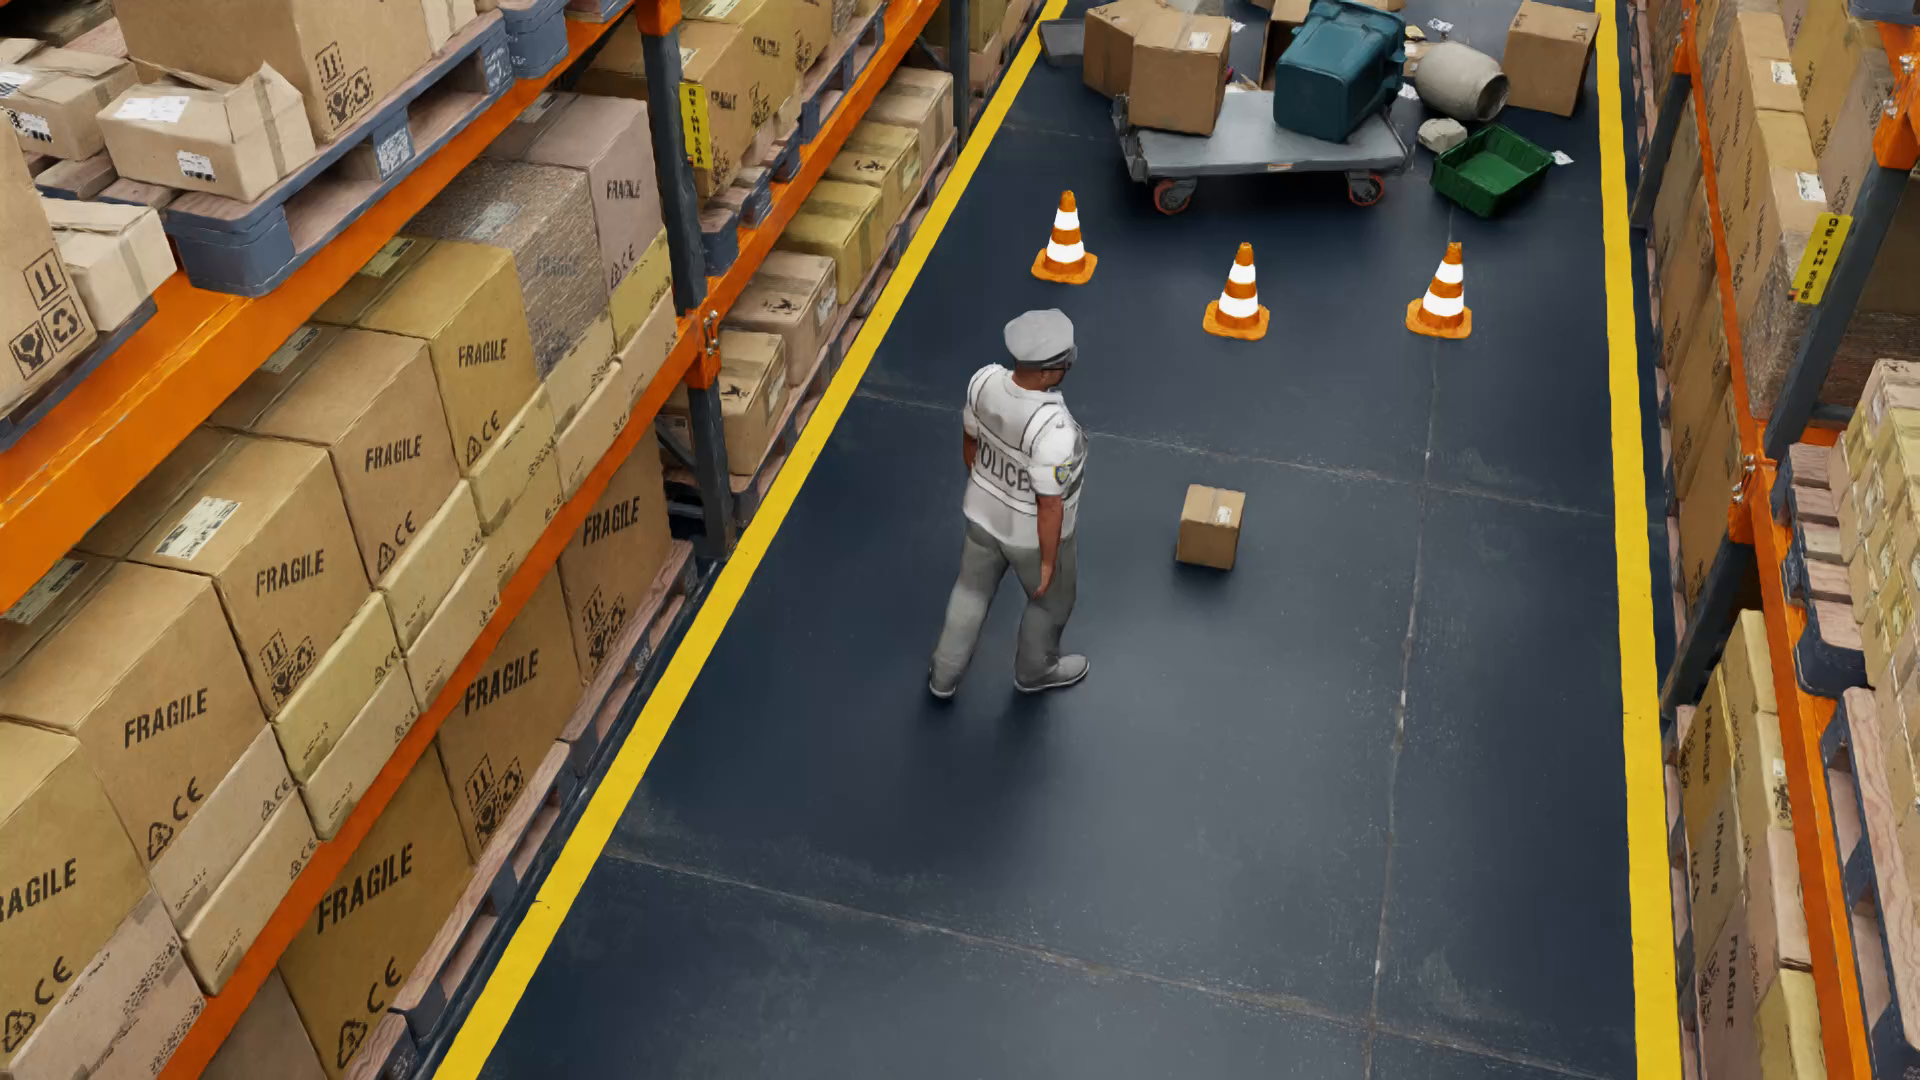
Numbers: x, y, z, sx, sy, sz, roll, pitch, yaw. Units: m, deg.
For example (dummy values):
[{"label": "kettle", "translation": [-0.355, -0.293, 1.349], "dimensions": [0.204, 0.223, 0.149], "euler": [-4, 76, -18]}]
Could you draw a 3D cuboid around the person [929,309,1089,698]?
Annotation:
[{"label": "person", "translation": [0.185, -0.087, 6.249], "dimensions": [0.615, 1.749, 0.606], "euler": [-32, 50, -31]}]
